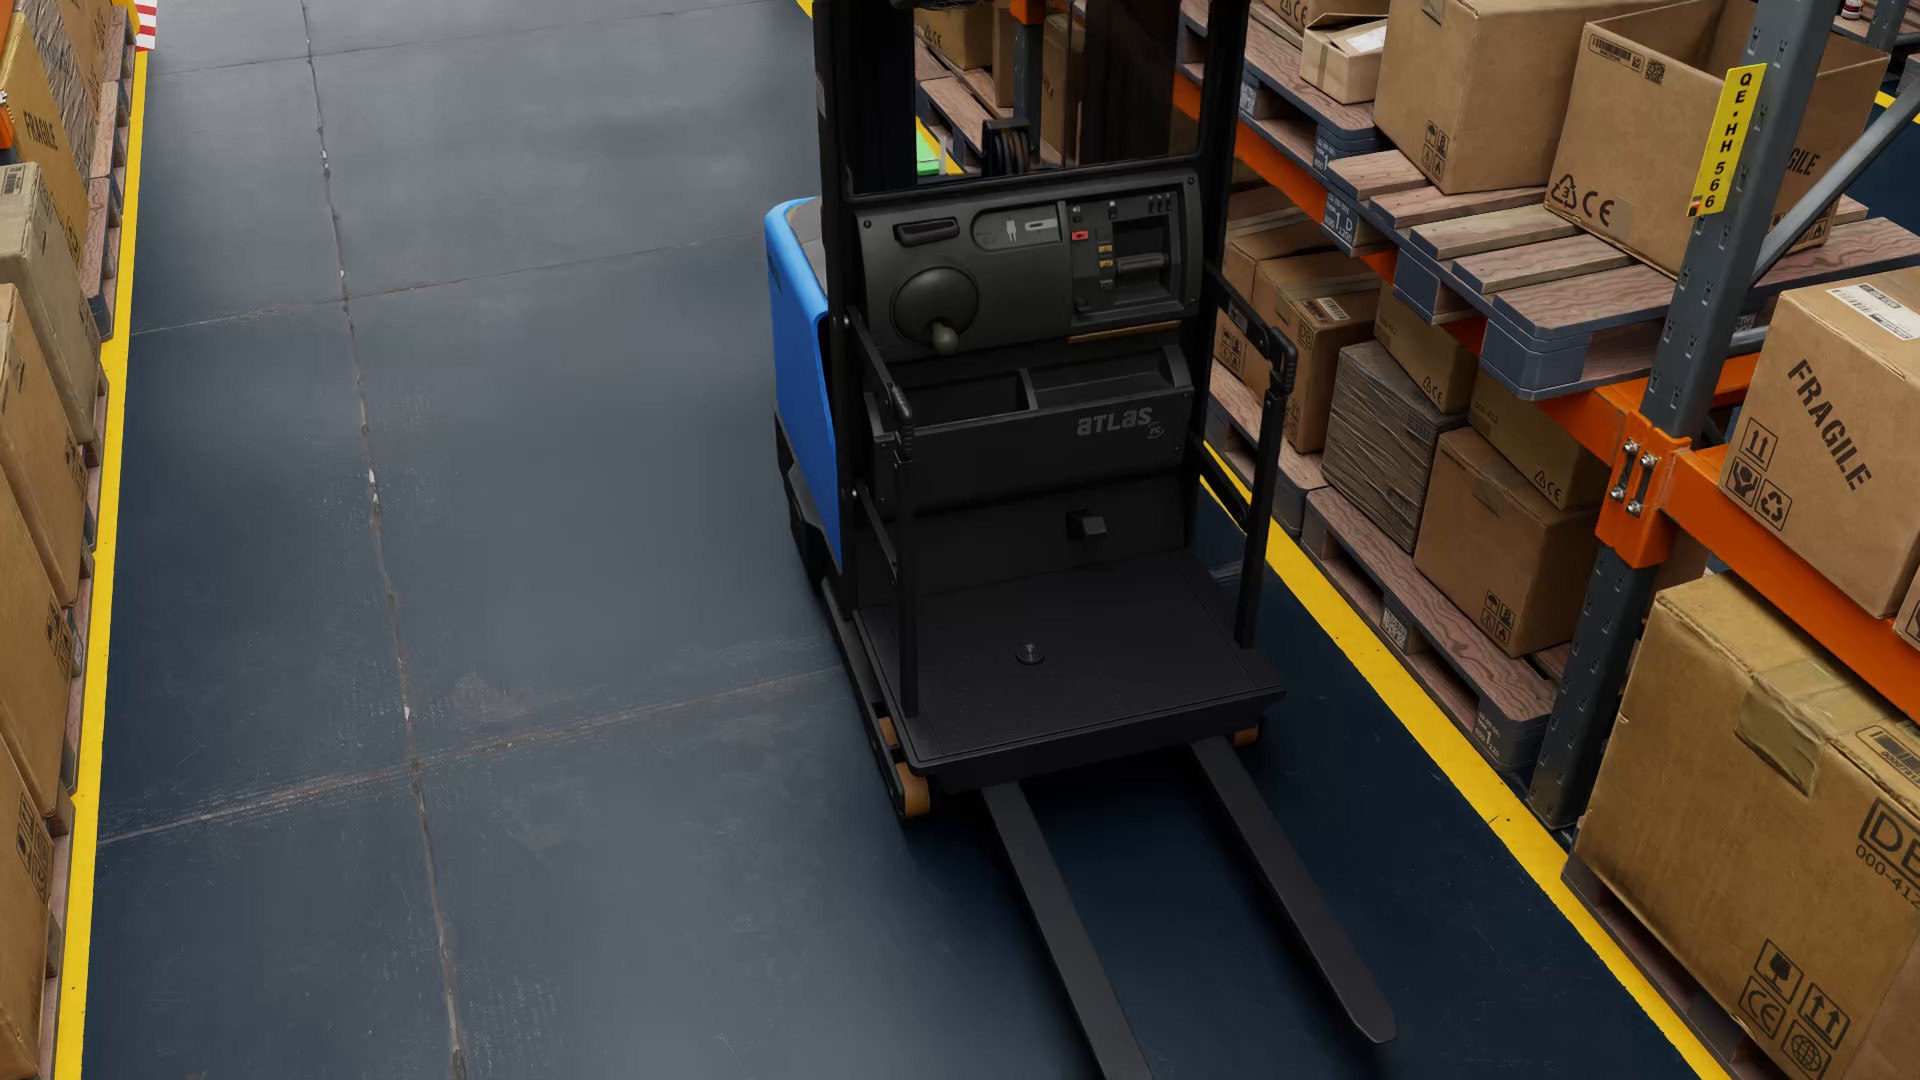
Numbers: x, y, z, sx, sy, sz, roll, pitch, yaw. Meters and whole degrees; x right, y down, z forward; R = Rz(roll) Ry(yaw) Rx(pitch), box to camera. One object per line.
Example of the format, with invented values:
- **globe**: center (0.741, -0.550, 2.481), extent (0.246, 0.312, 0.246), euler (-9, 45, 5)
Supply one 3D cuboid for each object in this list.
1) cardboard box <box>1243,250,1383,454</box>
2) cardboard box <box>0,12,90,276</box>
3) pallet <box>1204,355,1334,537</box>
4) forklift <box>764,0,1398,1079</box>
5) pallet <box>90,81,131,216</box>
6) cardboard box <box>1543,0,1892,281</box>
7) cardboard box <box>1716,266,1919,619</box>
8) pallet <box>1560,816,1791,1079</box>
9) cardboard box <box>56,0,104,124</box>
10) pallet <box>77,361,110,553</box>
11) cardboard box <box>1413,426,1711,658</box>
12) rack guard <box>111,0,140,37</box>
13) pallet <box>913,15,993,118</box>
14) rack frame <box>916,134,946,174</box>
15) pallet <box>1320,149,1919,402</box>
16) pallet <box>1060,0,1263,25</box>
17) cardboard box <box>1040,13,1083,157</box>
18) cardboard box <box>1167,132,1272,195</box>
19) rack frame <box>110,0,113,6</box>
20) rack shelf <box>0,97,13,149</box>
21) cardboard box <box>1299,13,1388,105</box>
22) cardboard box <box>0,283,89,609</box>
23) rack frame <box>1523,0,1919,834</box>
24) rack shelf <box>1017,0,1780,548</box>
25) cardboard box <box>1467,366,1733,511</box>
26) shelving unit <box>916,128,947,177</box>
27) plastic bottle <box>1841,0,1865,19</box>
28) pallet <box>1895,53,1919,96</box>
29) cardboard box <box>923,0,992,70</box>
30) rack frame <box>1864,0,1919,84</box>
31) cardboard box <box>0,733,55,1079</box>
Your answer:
- **cardboard box**: center (1.448, -0.696, 5.893), extent (0.700, 0.500, 0.500), euler (-9, 38, -12)
- **cardboard box**: center (-4.117, -1.493, 6.656), extent (0.875, 0.875, 0.875), euler (-12, 39, -15)
- **pallet**: center (1.418, -0.531, 6.279), extent (1.003, 0.211, 1.213), euler (-12, 39, -16)
- **forklift**: center (0.259, -0.654, 4.182), extent (1.130, 2.935, 3.031), euler (-10, 38, -13)
- **pallet**: center (-4.579, -1.827, 8.000), extent (1.003, 0.211, 1.213), euler (-12, 39, -16)
- **cardboard box**: center (1.878, -1.019, 4.178), extent (0.500, 0.500, 0.500), euler (-17, 40, -21)
- **cardboard box**: center (2.013, -0.224, 3.471), extent (0.500, 0.500, 0.500), euler (-11, 38, -15)
- **pallet**: center (2.302, 1.060, 4.167), extent (1.003, 0.211, 1.213), euler (-12, 39, -16)
- **cardboard box**: center (-4.743, -2.517, 8.015), extent (0.875, 0.875, 0.875), euler (-13, 39, -17)
- **pallet**: center (-3.630, -0.270, 5.933), extent (1.003, 0.211, 1.213), euler (-12, 39, -16)
- **cardboard box**: center (1.852, -0.066, 5.057), extent (0.700, 0.500, 0.500), euler (-14, 39, -18)
- **rack guard**: center (-5.351, -3.079, 9.422), extent (1.175, 0.500, 0.348), euler (-12, 39, -16)
- **pallet**: center (0.037, -2.723, 9.189), extent (1.003, 0.211, 1.213), euler (-12, 39, -16)
- **rack frame**: center (-0.165, -0.851, 5.882), extent (0.240, 1.200, 0.015), euler (-10, 38, -13)
- **pallet**: center (1.756, -0.818, 4.503), extent (1.213, 0.211, 1.003), euler (-12, 39, -16)
- **pallet**: center (0.852, -2.236, 6.384), extent (1.003, 0.211, 1.213), euler (-12, 39, -16)
- **cardboard box**: center (0.625, -2.178, 7.877), extent (0.500, 0.500, 0.500), euler (-14, 39, -17)
- **cardboard box**: center (1.063, -1.327, 6.730), extent (0.700, 0.500, 0.500), euler (-13, 39, -16)
- **rack frame**: center (-5.343, -4.064, 8.652), extent (1.000, 3.000, 0.127), euler (-12, 39, -16)
- **rack shelf**: center (-3.278, -0.387, 4.369), extent (1.077, 0.370, 4.000), euler (-12, 39, -16)
- **cardboard box**: center (1.274, -1.515, 5.031), extent (0.396, 0.266, 0.258), euler (-14, 39, -17)
- **cardboard box**: center (-3.340, -0.196, 5.038), extent (1.050, 0.750, 0.750), euler (-12, 39, -16)
- **rack frame**: center (2.102, -0.515, 3.940), extent (1.000, 3.000, 0.127), euler (-12, 39, -16)
- **rack shelf**: center (1.413, -1.357, 5.656), extent (1.077, 0.370, 4.000), euler (-12, 39, -16)
- **cardboard box**: center (1.843, -0.364, 4.828), extent (0.500, 0.250, 0.500), euler (-11, 38, -14)
- **shelving unit**: center (-0.235, -0.991, 6.069), extent (0.258, 1.200, 0.503), euler (-10, 38, -13)
- **plastic bottle**: center (4.958, -2.998, 9.197), extent (0.097, 0.201, 0.097), euler (0, 37, 0)
- **pallet**: center (5.682, -2.250, 8.562), extent (1.003, 0.211, 1.213), euler (-12, 39, -16)
- **cardboard box**: center (0.133, -2.834, 8.748), extent (0.500, 0.500, 0.500), euler (-16, 40, -20)
- **rack frame**: center (5.376, -3.800, 8.301), extent (1.000, 3.000, 0.127), euler (-12, 39, -16)
- **cardboard box**: center (-2.715, 0.823, 3.684), extent (1.050, 0.750, 0.750), euler (-13, 39, -17)
